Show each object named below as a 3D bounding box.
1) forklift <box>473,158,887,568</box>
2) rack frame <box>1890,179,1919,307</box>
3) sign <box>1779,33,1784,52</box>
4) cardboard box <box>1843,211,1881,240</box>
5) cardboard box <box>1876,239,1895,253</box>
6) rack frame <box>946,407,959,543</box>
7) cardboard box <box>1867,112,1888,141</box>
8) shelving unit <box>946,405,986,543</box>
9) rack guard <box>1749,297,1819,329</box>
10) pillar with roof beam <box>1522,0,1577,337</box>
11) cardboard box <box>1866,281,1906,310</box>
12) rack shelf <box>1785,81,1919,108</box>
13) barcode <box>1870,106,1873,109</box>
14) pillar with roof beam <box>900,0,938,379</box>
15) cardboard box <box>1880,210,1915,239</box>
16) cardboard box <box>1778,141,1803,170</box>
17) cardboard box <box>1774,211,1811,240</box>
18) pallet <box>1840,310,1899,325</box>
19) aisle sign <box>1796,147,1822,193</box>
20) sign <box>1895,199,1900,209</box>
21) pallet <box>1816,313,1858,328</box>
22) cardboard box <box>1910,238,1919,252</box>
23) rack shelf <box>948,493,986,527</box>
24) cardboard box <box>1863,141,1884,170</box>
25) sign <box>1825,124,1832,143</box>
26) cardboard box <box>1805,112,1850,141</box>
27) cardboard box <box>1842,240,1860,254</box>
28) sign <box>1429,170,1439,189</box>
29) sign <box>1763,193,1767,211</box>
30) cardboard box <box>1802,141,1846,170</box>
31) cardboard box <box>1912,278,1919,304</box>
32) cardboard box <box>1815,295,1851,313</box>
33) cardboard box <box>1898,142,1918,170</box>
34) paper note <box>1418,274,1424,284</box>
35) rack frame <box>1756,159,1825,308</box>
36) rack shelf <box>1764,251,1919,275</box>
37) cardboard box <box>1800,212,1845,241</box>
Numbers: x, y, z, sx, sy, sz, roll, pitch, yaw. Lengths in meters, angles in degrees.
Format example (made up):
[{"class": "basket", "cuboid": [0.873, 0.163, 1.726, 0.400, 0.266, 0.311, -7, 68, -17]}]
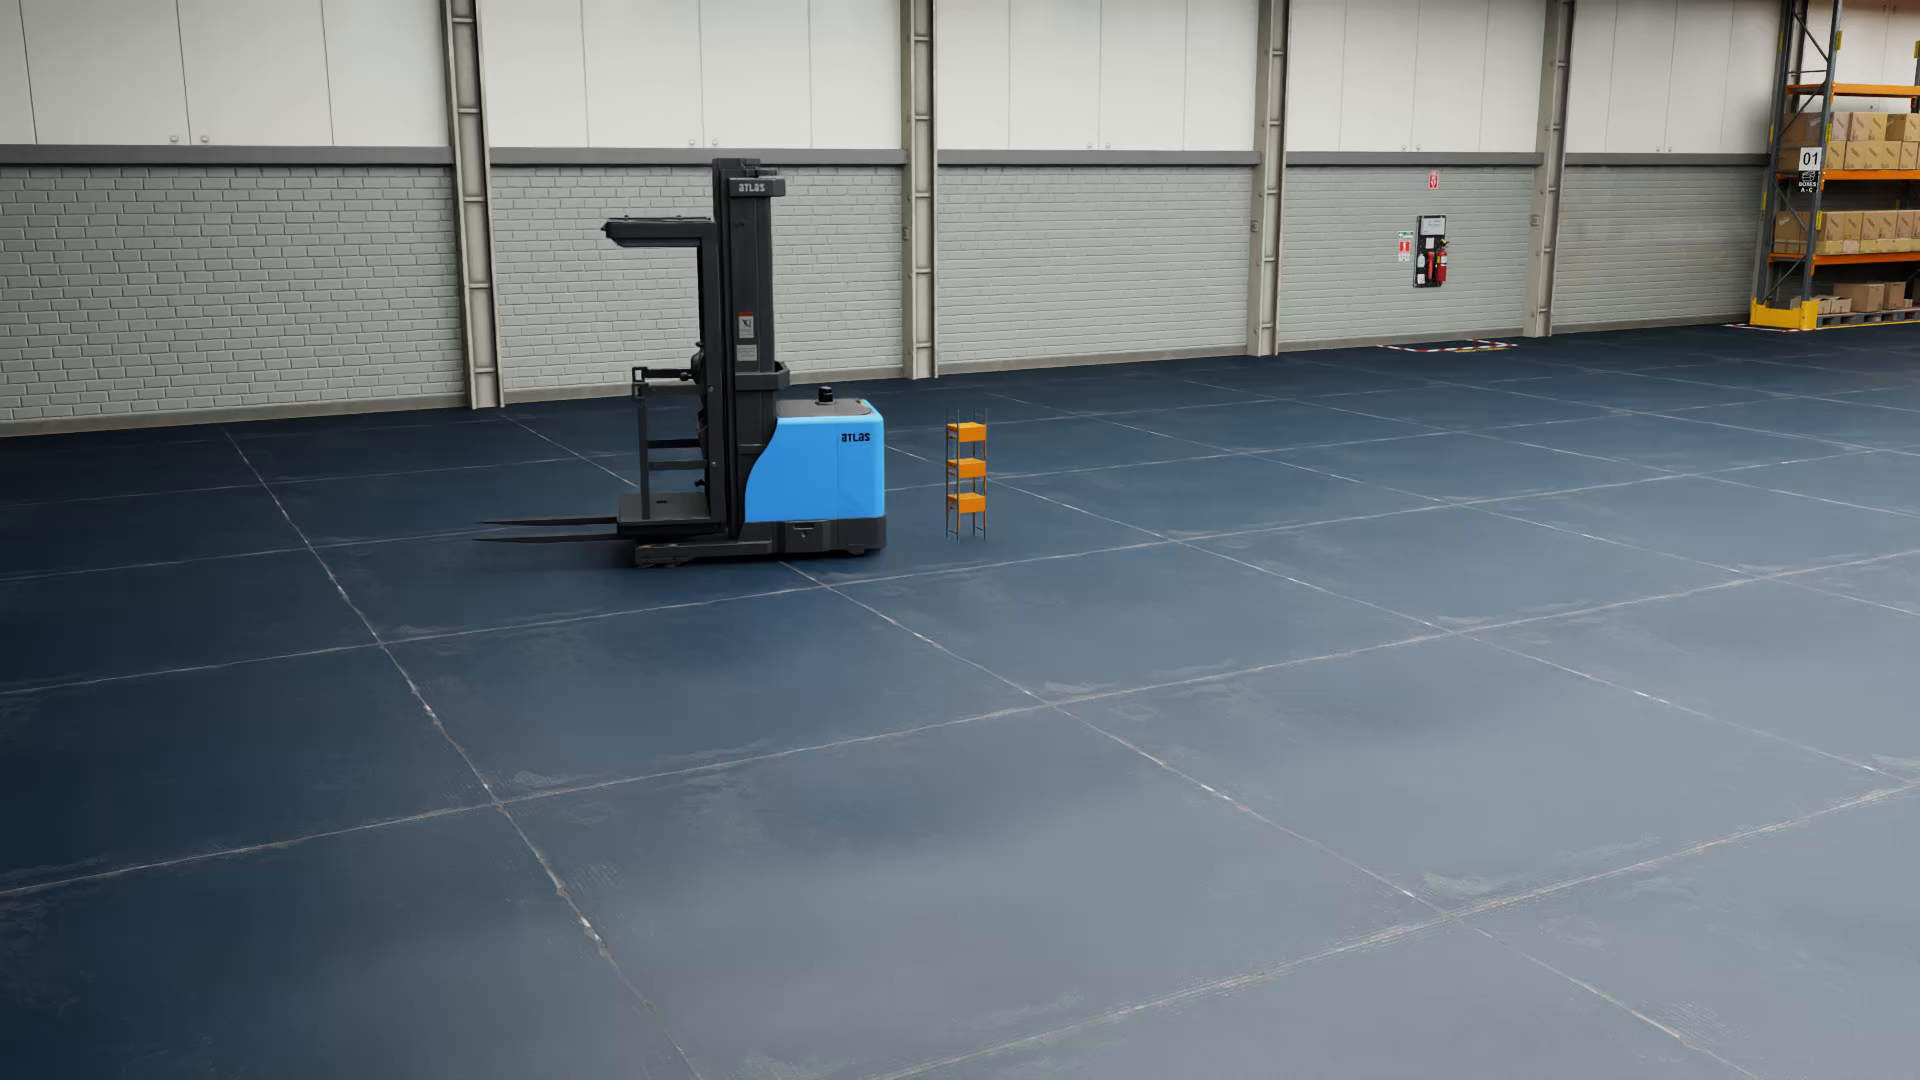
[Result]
[{"class": "forklift", "cuboid": [-2.125, -1.351, 12.435, 3.031, 2.935, 1.130, -2, 13, -10]}, {"class": "rack frame", "cuboid": [18.560, -5.806, 32.076, 0.127, 3.000, 1.000, -7, 14, -28]}, {"class": "sign", "cuboid": [14.801, -8.954, 29.913, 0.005, 0.325, 0.100, -7, 14, -28]}, {"class": "cardboard box", "cuboid": [16.507, -5.783, 30.563, 0.500, 0.500, 0.500, -7, 15, -30]}, {"class": "cardboard box", "cuboid": [16.973, -5.475, 30.899, 0.500, 0.250, 0.500, -7, 14, -27]}, {"class": "rack frame", "cuboid": [-0.060, -0.505, 12.962, 0.008, 1.050, 0.200, -7, 14, -28]}, {"class": "cardboard box", "cuboid": [16.412, -7.488, 30.166, 0.500, 0.500, 0.500, -6, 14, -26]}, {"class": "shelving unit", "cuboid": [0.047, -0.518, 13.019, 0.252, 1.050, 0.215, -7, 14, -28]}, {"class": "rack guard", "cuboid": [15.115, -4.174, 30.516, 0.348, 0.500, 1.175, -7, 14, -28]}, {"class": "pillar with roof beam", "cuboid": [12.045, -7.092, 24.124, 0.400, 9.000, 9.100, -7, 14, -28]}, {"class": "cardboard box", "cuboid": [17.668, -4.684, 31.783, 0.500, 0.500, 0.500, -8, 15, -32]}, {"class": "rack shelf", "cuboid": [16.804, -8.170, 30.562, 4.000, 0.370, 1.077, -7, 14, -28]}, {"class": "barcode", "cuboid": [17.134, -8.133, 31.257, 0.075, 0.075, 0.001, -7, 14, -28]}, {"class": "pillar with roof beam", "cuboid": [1.512, -5.829, 18.515, 0.400, 9.000, 9.100, -7, 14, -28]}, {"class": "cardboard box", "cuboid": [17.410, -5.895, 31.058, 0.500, 0.500, 0.500, -7, 15, -29]}, {"class": "cardboard box", "cuboid": [15.294, -7.000, 30.276, 0.500, 0.500, 0.500, -6, 14, -24]}, {"class": "cardboard box", "cuboid": [15.361, -5.778, 30.541, 0.500, 0.500, 0.500, -7, 14, -28]}, {"class": "pallet", "cuboid": [16.915, -4.239, 31.464, 1.213, 0.211, 1.003, -7, 14, -28]}, {"class": "aisle sign", "cuboid": [15.129, -6.588, 29.630, 0.004, 0.787, 0.394, -7, 14, -28]}, {"class": "sign", "cuboid": [18.291, -6.477, 32.423, 0.005, 0.325, 0.100, -7, 14, -28]}, {"class": "pallet", "cuboid": [15.845, -4.111, 30.898, 1.213, 0.211, 1.003, -7, 14, -28]}, {"class": "cardboard box", "cuboid": [17.848, -5.584, 31.384, 0.500, 0.250, 0.500, -7, 14, -28]}, {"class": "rack shelf", "cuboid": [0.047, -0.236, 13.082, 0.240, 0.259, 0.215, -7, 14, -28]}, {"class": "cardboard box", "cuboid": [16.404, -6.999, 30.273, 0.500, 0.500, 0.500, -6, 14, -25]}, {"class": "sign", "cuboid": [15.309, -7.171, 29.316, 0.005, 0.325, 0.100, -7, 14, -28]}, {"class": "cardboard box", "cuboid": [15.503, -7.389, 29.726, 0.500, 0.500, 0.500, -8, 15, -32]}, {"class": "cardboard box", "cuboid": [16.078, -5.369, 30.432, 0.500, 0.250, 0.500, -7, 15, -30]}, {"class": "sign", "cuboid": [7.740, -5.891, 27.174, 0.199, 0.298, 0.001, -7, 14, -28]}, {"class": "sign", "cuboid": [14.800, -6.213, 30.529, 0.005, 0.325, 0.100, -7, 14, -28]}, {"class": "cardboard box", "cuboid": [15.462, -6.894, 29.806, 0.500, 0.500, 0.500, -6, 14, -26]}, {"class": "cardboard box", "cuboid": [19.198, -4.882, 32.661, 0.500, 0.500, 0.700, -6, 14, -26]}, {"class": "cardboard box", "cuboid": [16.200, -4.404, 30.966, 0.500, 0.311, 0.500, -6, 14, -23]}, {"class": "cardboard box", "cuboid": [17.317, -7.111, 30.769, 0.500, 0.500, 0.500, -7, 15, -30]}, {"class": "paper note", "cuboid": [7.607, -4.307, 27.420, 0.142, 0.148, 0.016, -7, 14, -28]}, {"class": "rack frame", "cuboid": [15.049, -5.385, 30.206, 0.127, 3.000, 1.000, -7, 14, -28]}, {"class": "rack shelf", "cuboid": [16.804, -5.245, 31.220, 4.000, 0.370, 1.077, -7, 14, -28]}, {"class": "cardboard box", "cuboid": [15.612, -5.680, 30.104, 0.500, 0.500, 0.500, -7, 14, -28]}]
